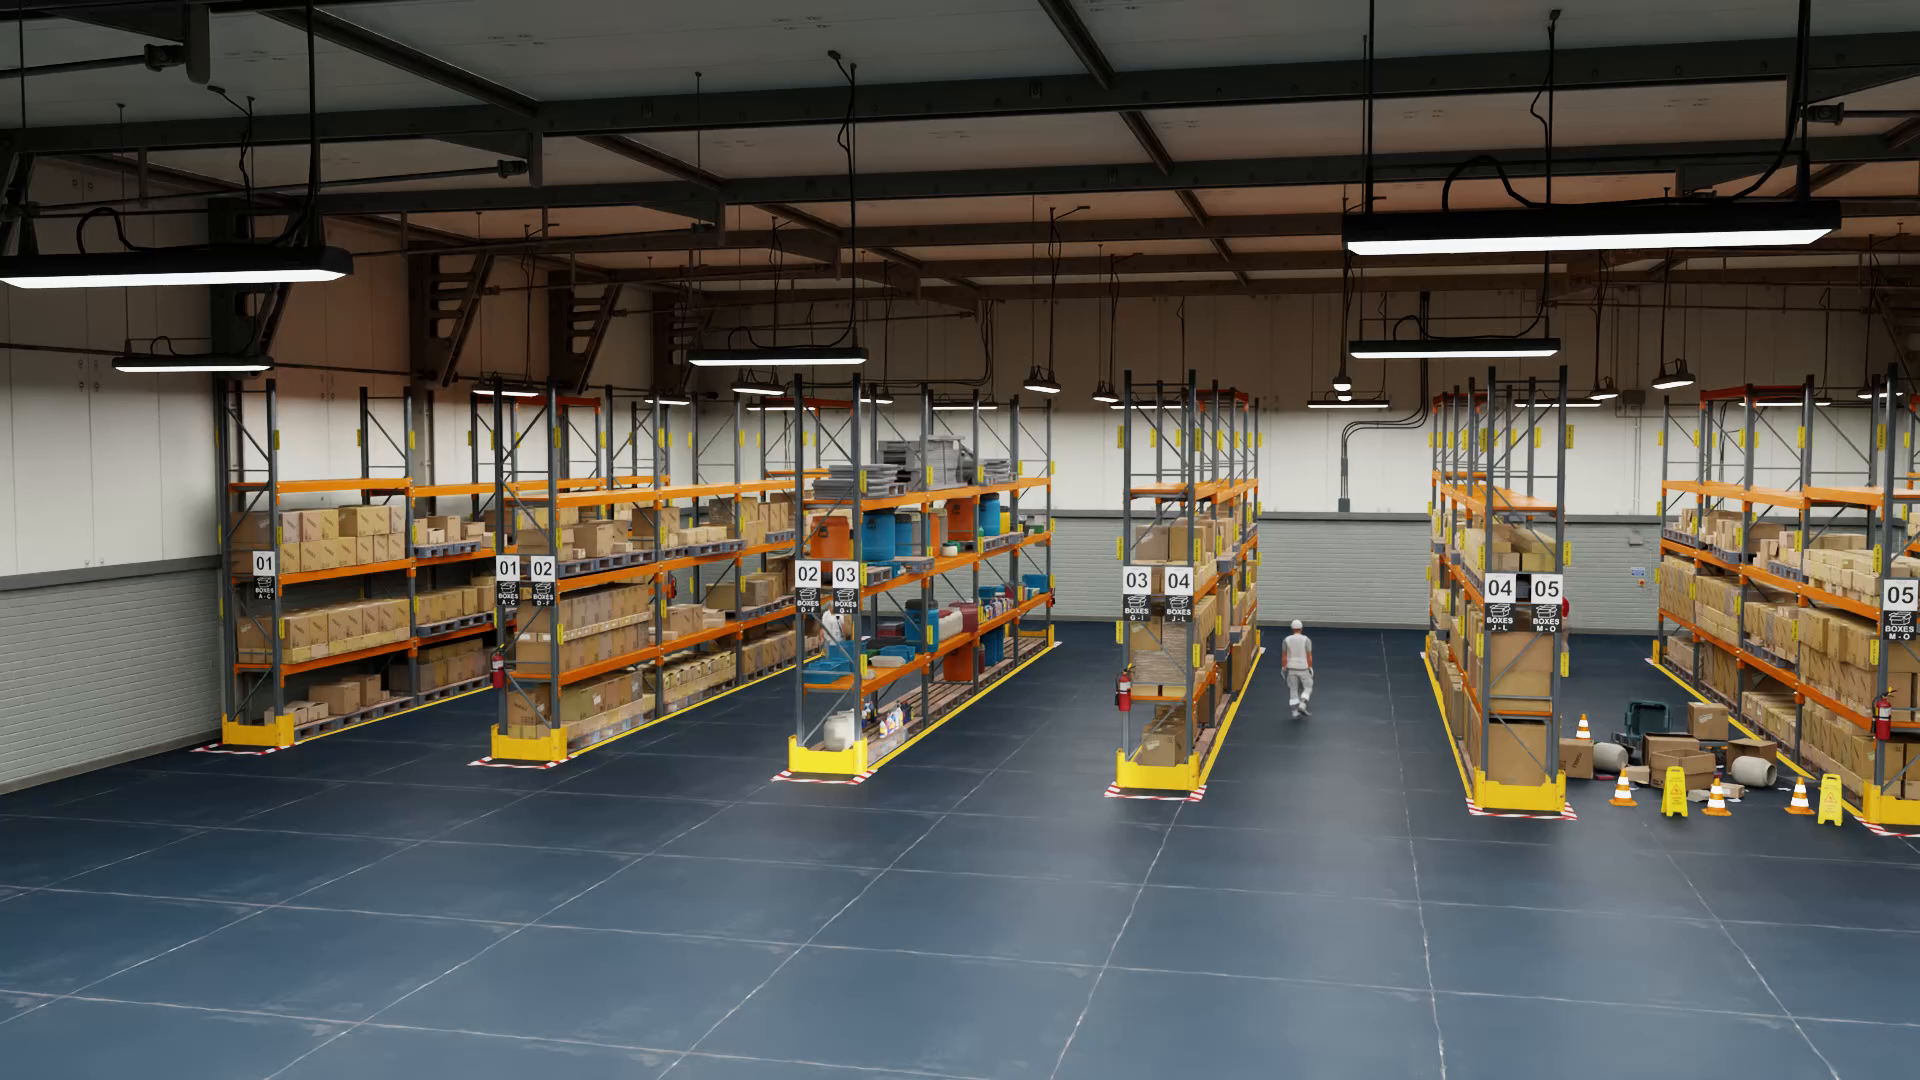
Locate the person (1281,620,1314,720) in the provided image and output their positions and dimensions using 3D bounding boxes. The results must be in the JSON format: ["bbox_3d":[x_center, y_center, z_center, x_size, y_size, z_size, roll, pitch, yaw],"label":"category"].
[{"bbox_3d":[6.040,2.326,29.795,0.575,1.790,0.530,1,4,20],"label":"person"}]

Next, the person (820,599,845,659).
[{"bbox_3d":[-2.642,1.959,34.607,0.482,1.463,1.043,1,4,12],"label":"person"}]

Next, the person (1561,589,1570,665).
[{"bbox_3d":[13.346,1.927,36.913,0.536,1.727,0.512,-2,4,-27],"label":"person"}]
